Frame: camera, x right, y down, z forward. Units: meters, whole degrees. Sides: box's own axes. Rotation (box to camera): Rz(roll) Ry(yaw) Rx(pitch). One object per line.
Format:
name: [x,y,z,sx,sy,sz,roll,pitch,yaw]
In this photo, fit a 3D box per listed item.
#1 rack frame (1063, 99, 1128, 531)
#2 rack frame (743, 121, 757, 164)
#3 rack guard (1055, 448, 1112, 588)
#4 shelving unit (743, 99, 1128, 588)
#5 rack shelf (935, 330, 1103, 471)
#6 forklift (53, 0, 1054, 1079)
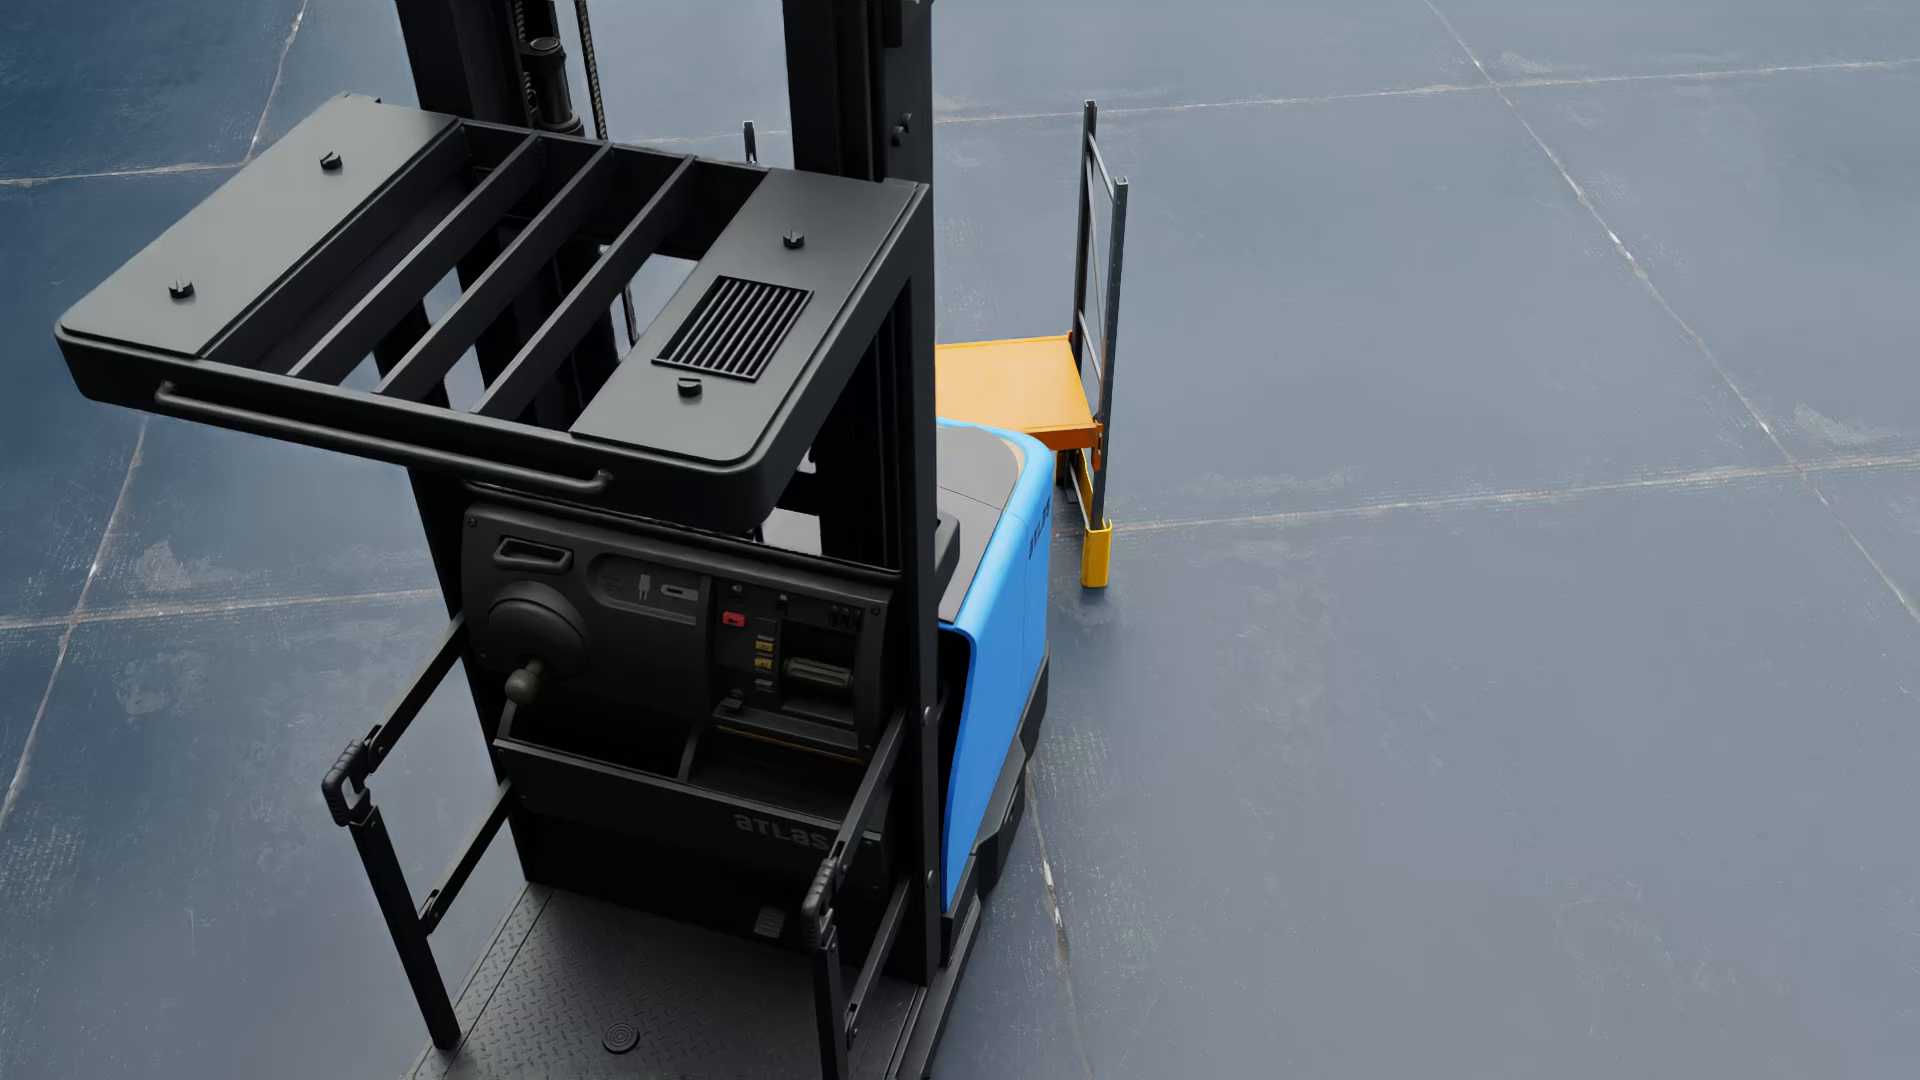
rack frame: [0.419,-0.594,5.288,0.032,1.500,0.500,-5,42,-6]
rack frame: [-0.589,-0.505,5.191,0.032,1.500,0.500,-5,42,-6]
rack guard: [0.418,-0.129,5.707,0.087,0.250,0.587,-5,42,-6]
shelving unit: [-0.076,-0.550,5.240,1.083,1.500,0.587,-5,42,-6]
rack shelf: [-0.085,-0.416,5.360,1.000,0.185,0.538,-5,42,-6]
forklift: [-0.654,0.281,3.250,1.130,2.935,3.031,12,43,13]
